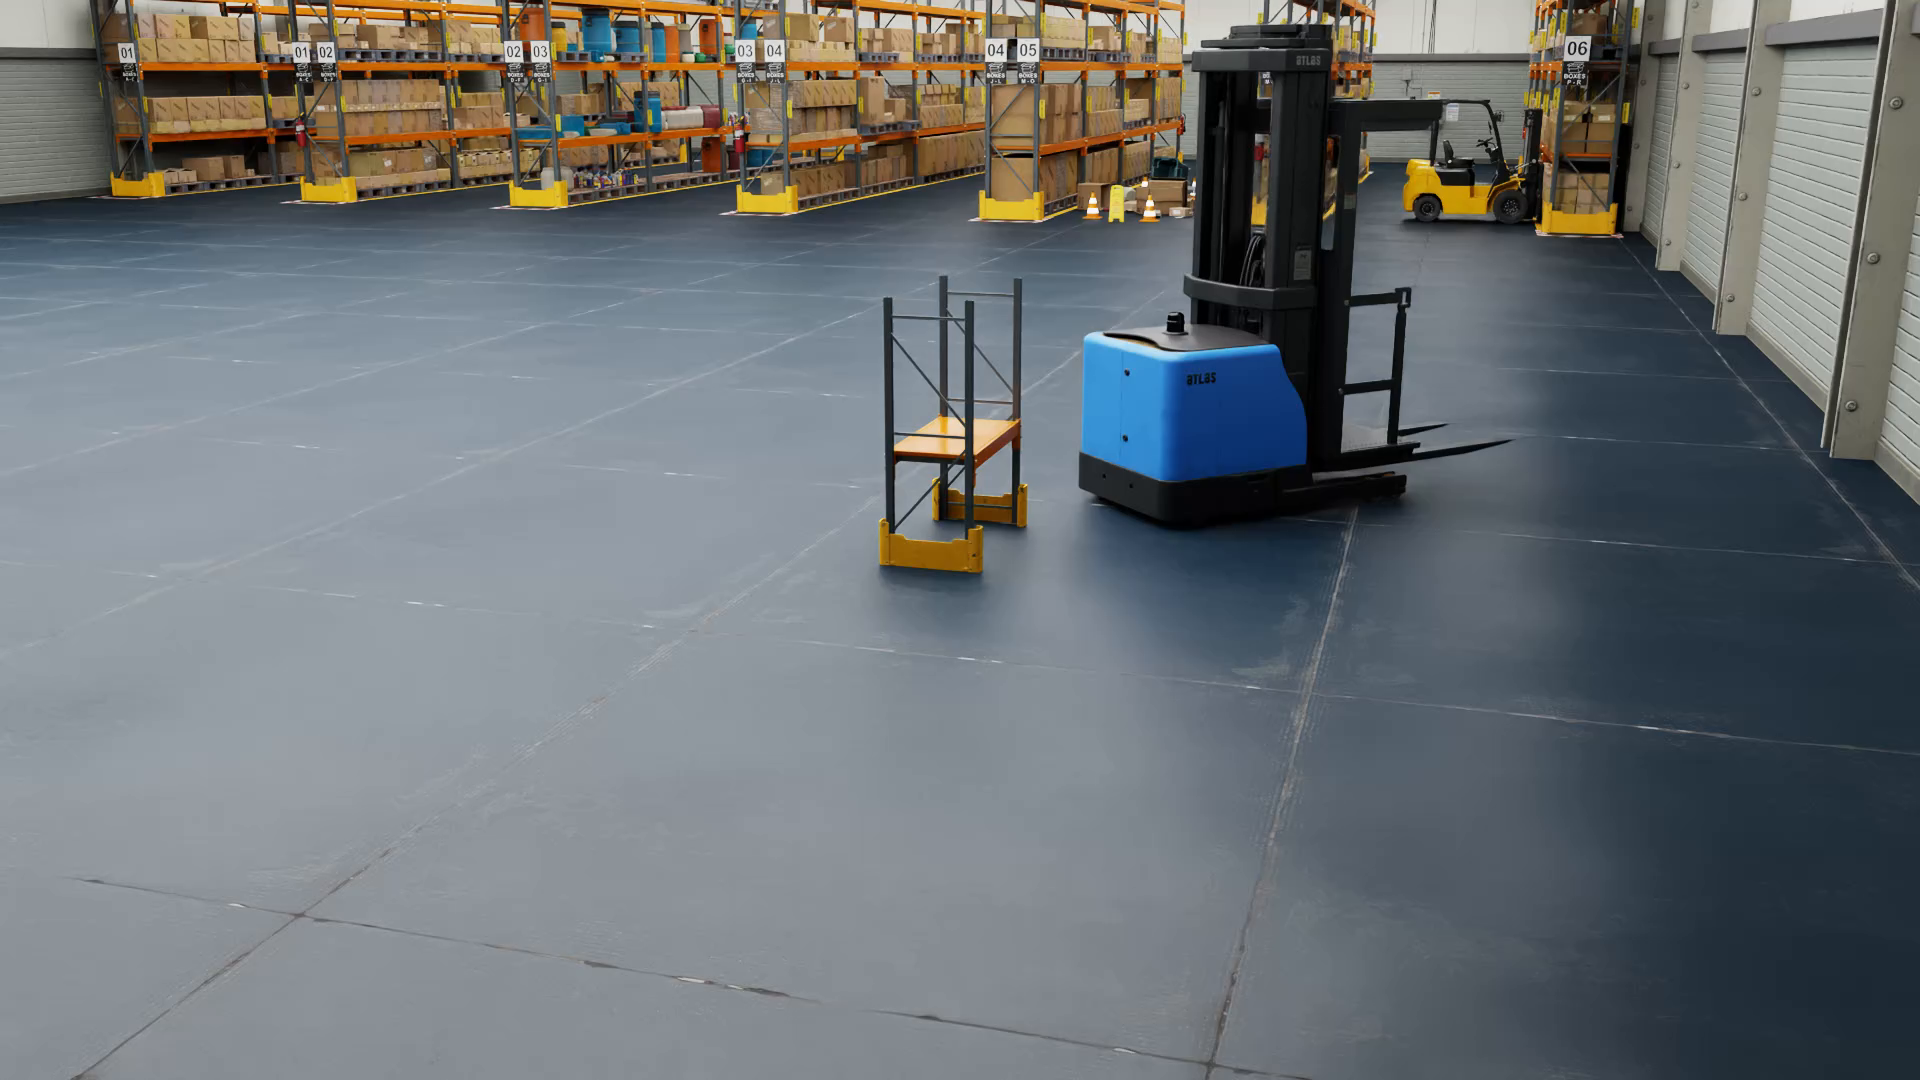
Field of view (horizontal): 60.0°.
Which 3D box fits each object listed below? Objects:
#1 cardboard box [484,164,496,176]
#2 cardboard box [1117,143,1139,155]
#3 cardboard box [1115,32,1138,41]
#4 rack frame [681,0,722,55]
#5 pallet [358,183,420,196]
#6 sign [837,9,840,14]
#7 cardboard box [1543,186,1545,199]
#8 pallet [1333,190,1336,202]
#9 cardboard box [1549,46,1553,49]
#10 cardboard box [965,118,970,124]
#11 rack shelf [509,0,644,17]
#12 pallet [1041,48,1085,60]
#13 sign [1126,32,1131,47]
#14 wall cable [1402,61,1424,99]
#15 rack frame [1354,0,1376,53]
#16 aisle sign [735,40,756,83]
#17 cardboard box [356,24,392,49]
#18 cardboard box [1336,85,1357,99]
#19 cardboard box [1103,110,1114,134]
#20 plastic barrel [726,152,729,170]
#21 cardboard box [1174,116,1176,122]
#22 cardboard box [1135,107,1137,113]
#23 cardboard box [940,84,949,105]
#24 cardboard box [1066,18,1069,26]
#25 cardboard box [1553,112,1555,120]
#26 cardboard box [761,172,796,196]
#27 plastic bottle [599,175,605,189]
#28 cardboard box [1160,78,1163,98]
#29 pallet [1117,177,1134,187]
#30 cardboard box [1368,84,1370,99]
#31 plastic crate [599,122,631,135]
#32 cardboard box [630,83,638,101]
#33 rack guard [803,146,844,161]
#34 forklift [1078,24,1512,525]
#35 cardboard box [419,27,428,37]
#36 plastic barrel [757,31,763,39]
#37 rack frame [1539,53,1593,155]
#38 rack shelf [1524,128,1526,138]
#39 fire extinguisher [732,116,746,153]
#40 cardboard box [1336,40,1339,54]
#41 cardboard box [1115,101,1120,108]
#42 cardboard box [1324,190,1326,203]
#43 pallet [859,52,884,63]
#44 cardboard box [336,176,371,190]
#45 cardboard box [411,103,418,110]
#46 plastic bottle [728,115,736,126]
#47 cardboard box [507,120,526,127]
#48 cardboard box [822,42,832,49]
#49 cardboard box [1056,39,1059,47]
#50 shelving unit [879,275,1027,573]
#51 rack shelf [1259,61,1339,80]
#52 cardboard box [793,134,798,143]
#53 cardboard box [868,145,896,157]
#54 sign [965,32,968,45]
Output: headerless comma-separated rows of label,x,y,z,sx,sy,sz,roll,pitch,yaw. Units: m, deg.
cardboard box,-11.484,-8.872,39.882,0.500,0.250,0.500,4,16,14
cardboard box,3.958,-9.287,39.510,0.500,0.250,0.500,5,17,16
cardboard box,3.805,-11.851,39.658,0.797,0.503,0.637,4,16,15
rack frame,-6.242,-13.185,39.823,1.000,3.000,0.127,5,16,16
pallet,-12.738,-7.771,36.839,1.003,0.211,1.213,5,16,16
sign,-3.437,-15.084,47.111,0.100,0.325,0.005,5,16,16
cardboard box,10.486,-6.071,29.089,0.500,0.250,0.500,4,16,15
pallet,7.436,-7.282,35.116,1.003,0.211,1.213,5,16,16
cardboard box,11.872,-9.801,32.898,0.380,0.149,0.250,4,16,15
cardboard box,0.046,-10.892,43.193,0.380,0.149,0.250,5,16,16
rack shelf,-7.947,-11.077,34.441,1.077,0.370,4.000,5,16,16
pallet,1.854,-9.644,33.000,1.003,0.211,1.213,5,16,16
sign,3.763,-11.188,37.188,0.100,0.325,0.005,5,16,16
wall cable,13.225,-13.098,48.649,0.588,1.984,0.122,5,16,16
rack frame,10.282,-14.125,43.138,1.000,3.000,0.127,5,16,16
aisle sign,-4.072,-9.079,31.578,0.394,0.787,0.004,5,16,16
cardboard box,-12.530,-10.765,35.578,0.500,0.500,0.500,5,16,16
cardboard box,8.956,-10.318,38.695,0.500,0.500,0.500,5,17,18
cardboard box,3.078,-9.152,36.415,0.500,0.500,0.500,4,16,15
plastic barrel,-6.045,-9.588,41.925,0.421,0.512,0.421,0,16,0
cardboard box,5.579,-11.306,44.654,0.380,0.149,0.250,5,16,16
cardboard box,4.001,-10.247,39.604,0.380,0.149,0.250,5,17,18
cardboard box,-0.736,-11.145,41.605,0.797,0.503,0.637,5,17,16
cardboard box,1.867,-9.895,31.768,0.380,0.149,0.250,5,17,17
cardboard box,10.666,-7.479,29.329,0.380,0.149,0.250,5,17,16
cardboard box,-3.573,-6.983,32.764,0.500,0.500,0.500,8,18,26
plastic bottle,-7.620,-7.619,35.364,0.061,0.283,0.133,5,17,17
cardboard box,4.865,-11.458,42.169,0.500,0.500,0.500,4,16,14
pallet,3.457,-8.366,38.939,1.003,0.211,1.213,5,16,16
cardboard box,10.373,-11.624,43.297,0.500,0.500,0.500,5,17,18
plastic crate,-7.433,-8.870,35.877,0.499,0.251,0.616,5,16,16
cardboard box,-9.304,-12.496,46.372,0.500,0.500,0.500,4,16,14
rack guard,-3.974,-11.196,48.387,1.175,0.500,0.348,5,16,16
forklift,2.310,-1.767,10.689,3.031,2.935,1.130,-8,18,-27
cardboard box,-14.980,-13.957,45.679,0.500,0.250,0.500,6,17,20
plastic barrel,-5.170,-12.826,42.941,0.600,0.588,0.600,0,16,0
rack frame,12.768,-8.762,35.224,1.000,3.000,0.127,5,16,16
rack shelf,14.473,-9.986,40.857,1.077,0.370,4.000,5,16,16
fire extinguisher,-4.241,-7.790,31.939,0.296,0.674,0.183,5,16,16
cardboard box,7.004,-9.477,31.977,0.500,0.250,0.500,4,16,15
cardboard box,3.552,-9.978,38.111,0.380,0.149,0.250,5,16,16
cardboard box,6.670,-6.531,31.626,0.500,0.250,0.500,5,17,17
pallet,-2.353,-10.374,35.754,1.213,0.211,1.003,5,16,16
cardboard box,-12.898,-7.593,35.372,0.500,0.250,0.500,5,16,16
cardboard box,-12.290,-9.644,36.960,0.380,0.149,0.250,5,16,16
plastic bottle,-5.678,-10.448,41.396,0.152,0.276,0.135,5,16,16
cardboard box,-10.981,-10.306,41.128,0.380,0.149,0.250,5,16,16
cardboard box,-2.815,-9.978,33.559,0.380,0.149,0.250,5,17,18
cardboard box,1.651,-9.312,31.173,0.380,0.149,0.250,5,16,16
shelving unit,-0.022,-0.702,9.554,0.587,1.500,1.083,5,16,16
rack shelf,6.303,-8.673,30.733,1.077,0.370,4.000,5,16,16
cardboard box,-3.368,-7.821,32.366,0.380,0.149,0.250,5,16,16
cardboard box,-1.796,-8.967,38.348,0.500,0.250,0.500,7,17,22
sign,0.166,-12.765,42.315,0.100,0.325,0.005,5,16,16
